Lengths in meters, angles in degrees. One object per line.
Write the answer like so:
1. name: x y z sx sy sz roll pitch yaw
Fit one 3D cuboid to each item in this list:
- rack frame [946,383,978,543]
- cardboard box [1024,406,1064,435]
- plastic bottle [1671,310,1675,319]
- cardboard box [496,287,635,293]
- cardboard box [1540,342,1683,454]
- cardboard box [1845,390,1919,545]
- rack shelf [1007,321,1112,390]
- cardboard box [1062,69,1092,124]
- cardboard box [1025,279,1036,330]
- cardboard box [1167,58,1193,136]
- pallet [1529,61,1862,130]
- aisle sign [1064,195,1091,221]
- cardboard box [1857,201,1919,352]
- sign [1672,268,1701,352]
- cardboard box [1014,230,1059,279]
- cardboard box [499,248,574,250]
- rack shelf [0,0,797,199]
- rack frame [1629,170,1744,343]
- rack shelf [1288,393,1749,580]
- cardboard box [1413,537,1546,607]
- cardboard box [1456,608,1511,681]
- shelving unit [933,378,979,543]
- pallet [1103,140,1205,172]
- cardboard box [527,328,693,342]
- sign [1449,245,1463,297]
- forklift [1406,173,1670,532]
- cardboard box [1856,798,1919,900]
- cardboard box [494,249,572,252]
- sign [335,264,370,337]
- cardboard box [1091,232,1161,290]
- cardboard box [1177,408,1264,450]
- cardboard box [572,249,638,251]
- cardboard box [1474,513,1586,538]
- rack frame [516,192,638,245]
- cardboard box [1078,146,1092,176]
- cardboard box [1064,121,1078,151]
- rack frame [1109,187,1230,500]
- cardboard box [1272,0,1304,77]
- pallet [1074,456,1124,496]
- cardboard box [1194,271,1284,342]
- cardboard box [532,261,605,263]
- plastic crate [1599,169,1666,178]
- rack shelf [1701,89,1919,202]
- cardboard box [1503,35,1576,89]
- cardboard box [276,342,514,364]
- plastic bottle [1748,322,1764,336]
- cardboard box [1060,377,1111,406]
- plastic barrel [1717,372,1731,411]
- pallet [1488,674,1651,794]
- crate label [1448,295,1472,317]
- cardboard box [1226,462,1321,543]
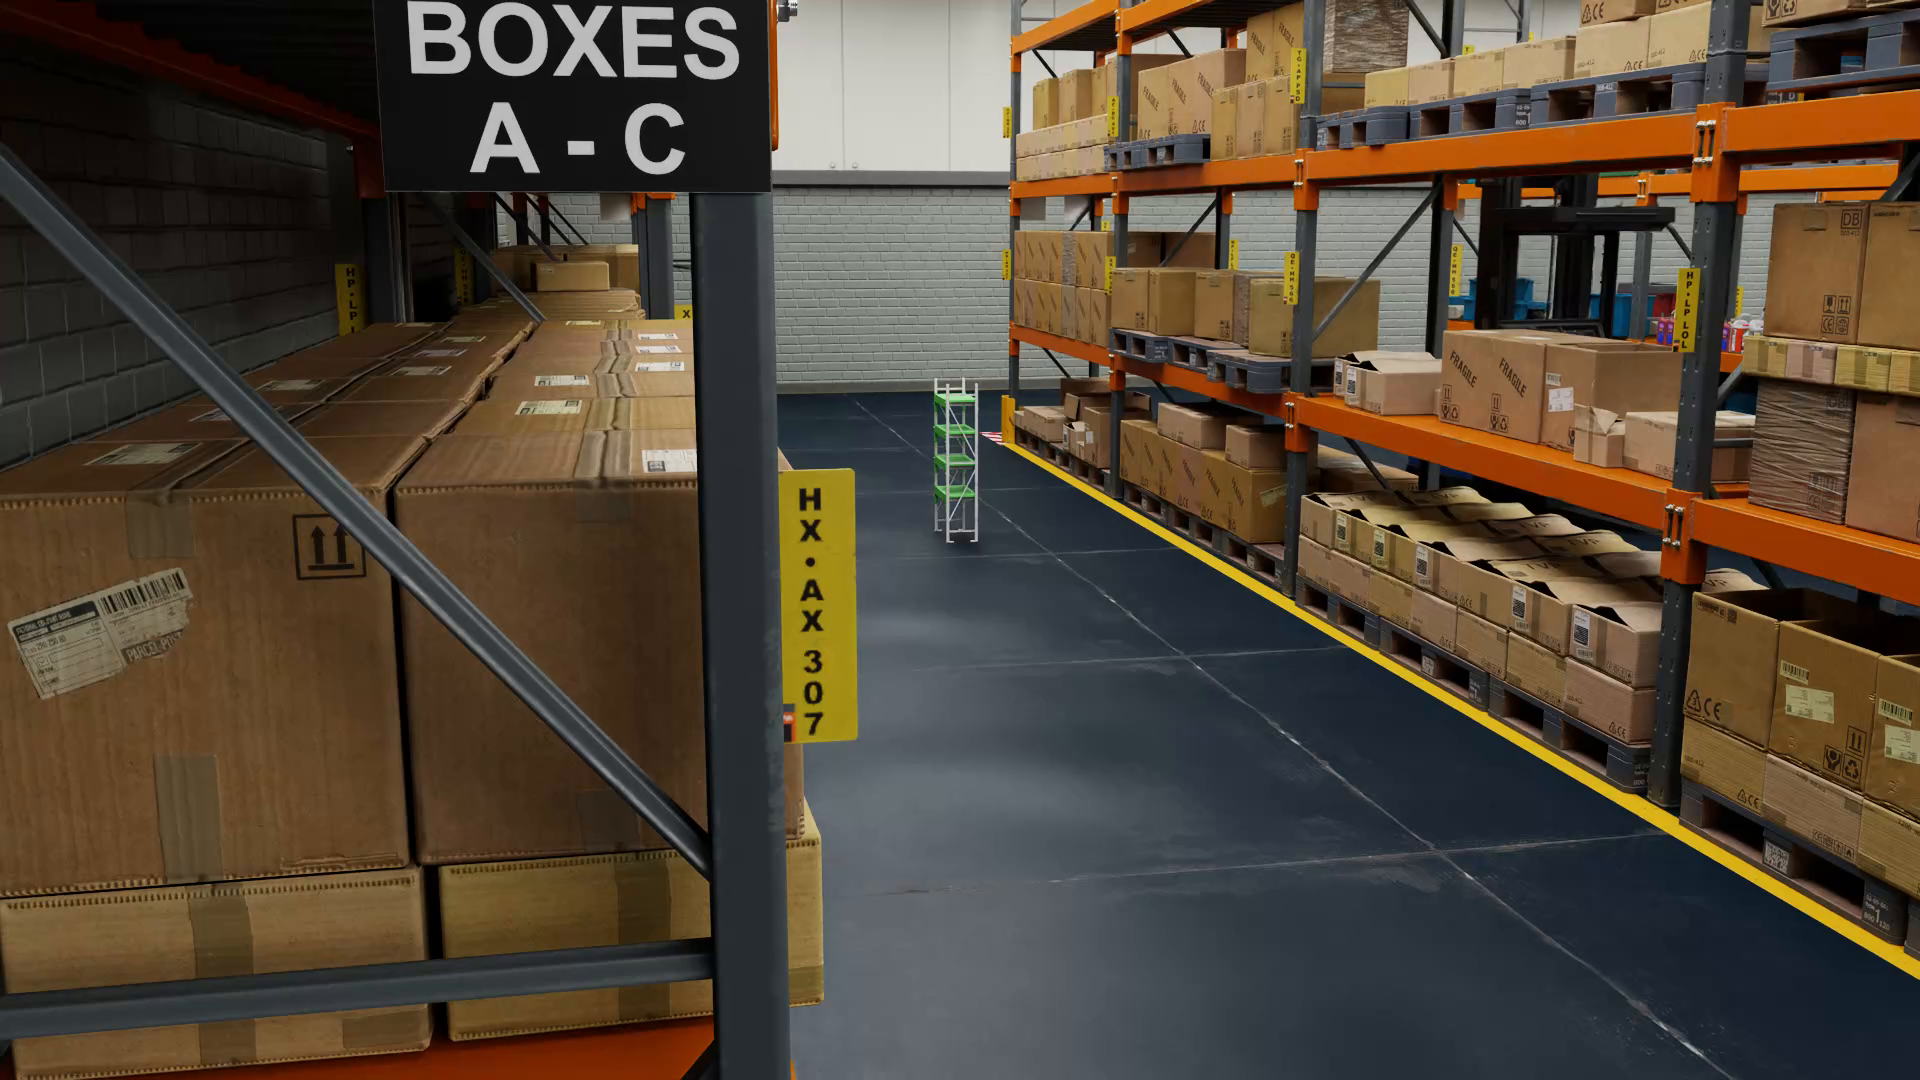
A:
1. rack frame: 0.015 -0.575 12.509 0.240 1.200 0.015 -2 11 -11
2. cardboard box: 0.968 -1.255 17.443 0.500 0.250 0.500 -2 11 -11
3. plastic bottle: 6.439 -1.929 14.940 0.144 0.351 0.185 -2 11 -11
4. cardboard box: -2.158 -1.122 9.127 0.700 0.500 0.500 -3 11 -18
5. cardboard box: 3.141 -0.677 7.965 0.500 0.500 0.500 -1 11 -7
6. cardboard box: 3.579 -0.262 5.781 0.700 0.500 0.500 -2 11 -12
7. rack shelf: 1.432 -1.871 16.427 1.077 0.370 4.000 -2 11 -11
8. cardboard box: 1.381 -4.234 15.953 0.700 0.500 0.500 -2 11 -11
9. cardboard box: 0.976 -2.455 17.304 0.500 0.500 0.500 -2 11 -12
10. cardboard box: 1.999 -3.419 12.955 0.600 0.600 0.600 -2 11 -12
11. pallet: 3.193 -1.931 7.309 0.805 0.209 1.217 -3 11 -13
12. aisle sign: 1.330 -3.892 18.168 0.394 0.787 0.004 -2 11 -11
13. cardboard box: 3.569 -0.903 5.680 0.700 0.500 0.500 -2 11 -11
14. sign: 2.847 -0.898 6.510 0.100 0.325 0.005 -2 11 -11
15. cardboard box: 0.871 -3.040 17.706 0.500 0.500 0.500 -2 11 -9
16. cardboard box: -2.895 -1.873 11.392 0.500 0.250 0.500 -2 11 -12
17. rack shelf: -1.092 -0.963 3.633 1.077 0.370 4.000 -2 11 -11
18. rack frame: 6.681 -2.037 15.375 1.000 3.000 0.127 -2 11 -11
19. rack shelf: 2.988 -0.404 8.718 1.077 0.370 4.000 -2 11 -11
20. cardboard box: 2.721 0.136 8.691 0.500 0.311 0.500 -2 11 -12
21. cardboard box: 2.816 0.502 8.266 0.500 0.250 0.500 -2 11 -10
22. shelving unit: -0.032 -0.620 12.744 0.258 1.200 0.503 -2 11 -11
23. pallet: 1.879 -3.116 13.528 1.213 0.211 1.003 -2 11 -11
24. cardboard box: -0.983 -0.347 4.839 0.500 0.500 0.500 -2 11 -11
25. sign: 3.143 -1.713 10.579 0.100 0.325 0.005 -2 11 -11
26. forklift: 4.765 -1.570 13.108 1.130 2.935 3.031 -3 11 -14
27. cardboard box: 3.354 1.034 5.471 0.500 0.250 0.500 -2 11 -11
28. cardboard box: -2.796 -1.779 10.901 0.500 0.250 0.500 -2 11 -12
29. sign: -2.025 -0.757 5.556 0.100 0.325 0.005 -2 11 -11
30. cardboard box: 1.469 -2.481 14.768 0.500 0.500 0.500 -2 11 -11
31. cardboard box: 1.969 -0.841 12.595 0.500 0.250 0.500 -2 11 -12
32. cardboard box: -2.200 -1.708 10.523 0.500 0.250 0.500 -2 11 -12
33. cardboard box: 3.145 0.020 9.299 0.500 0.311 0.500 -2 11 -11
34. rack frame: -3.037 -1.677 13.482 1.000 3.000 0.127 -2 11 -11
35. cardboard box: 1.379 -3.429 15.068 0.500 0.250 0.500 -2 11 -11
36. cardboard box: 1.271 -3.766 15.501 0.500 0.250 0.500 -2 11 -11
37. rack frame: 1.821 -1.857 14.433 1.000 3.000 0.127 -2 11 -11
38. cardboard box: 2.421 -3.311 11.108 0.500 0.500 0.500 -2 11 -11
39. pallet: 1.689 -0.613 15.355 1.003 0.211 1.213 -2 11 -11
40. cardboard box: 2.225 -1.791 12.693 0.700 0.500 0.500 -5 12 -25
41. cardboard box: -2.163 -1.465 9.190 0.380 0.149 0.250 -4 11 -18
42. plastic crate: 6.302 -3.473 15.465 0.450 0.188 0.662 -2 11 -11
43. rack shelf: 3.766 -1.143 4.583 1.077 0.370 4.000 -2 11 -11
44. cardboard box: 3.065 -2.349 8.272 0.500 0.250 0.500 -3 11 -16
45. cardboard box: -1.406 -0.233 4.242 0.500 0.500 0.500 -2 11 -9
46. plastic bottle: 6.622 -1.665 13.752 0.152 0.276 0.135 -2 11 -11
47. cardboard box: 1.391 -1.488 18.003 0.500 0.500 0.500 -2 11 -11
48. plastic barrel: 6.770 -1.112 15.005 0.600 0.901 0.708 -2 11 -11
49. pallet: 3.196 0.846 7.687 1.003 0.211 1.213 -2 11 -11
50. crate label: 5.628 -2.660 18.939 0.416 0.233 0.303 -2 11 -11
51. cardboard box: 2.187 -0.275 11.627 0.500 0.500 0.500 -2 11 -9
